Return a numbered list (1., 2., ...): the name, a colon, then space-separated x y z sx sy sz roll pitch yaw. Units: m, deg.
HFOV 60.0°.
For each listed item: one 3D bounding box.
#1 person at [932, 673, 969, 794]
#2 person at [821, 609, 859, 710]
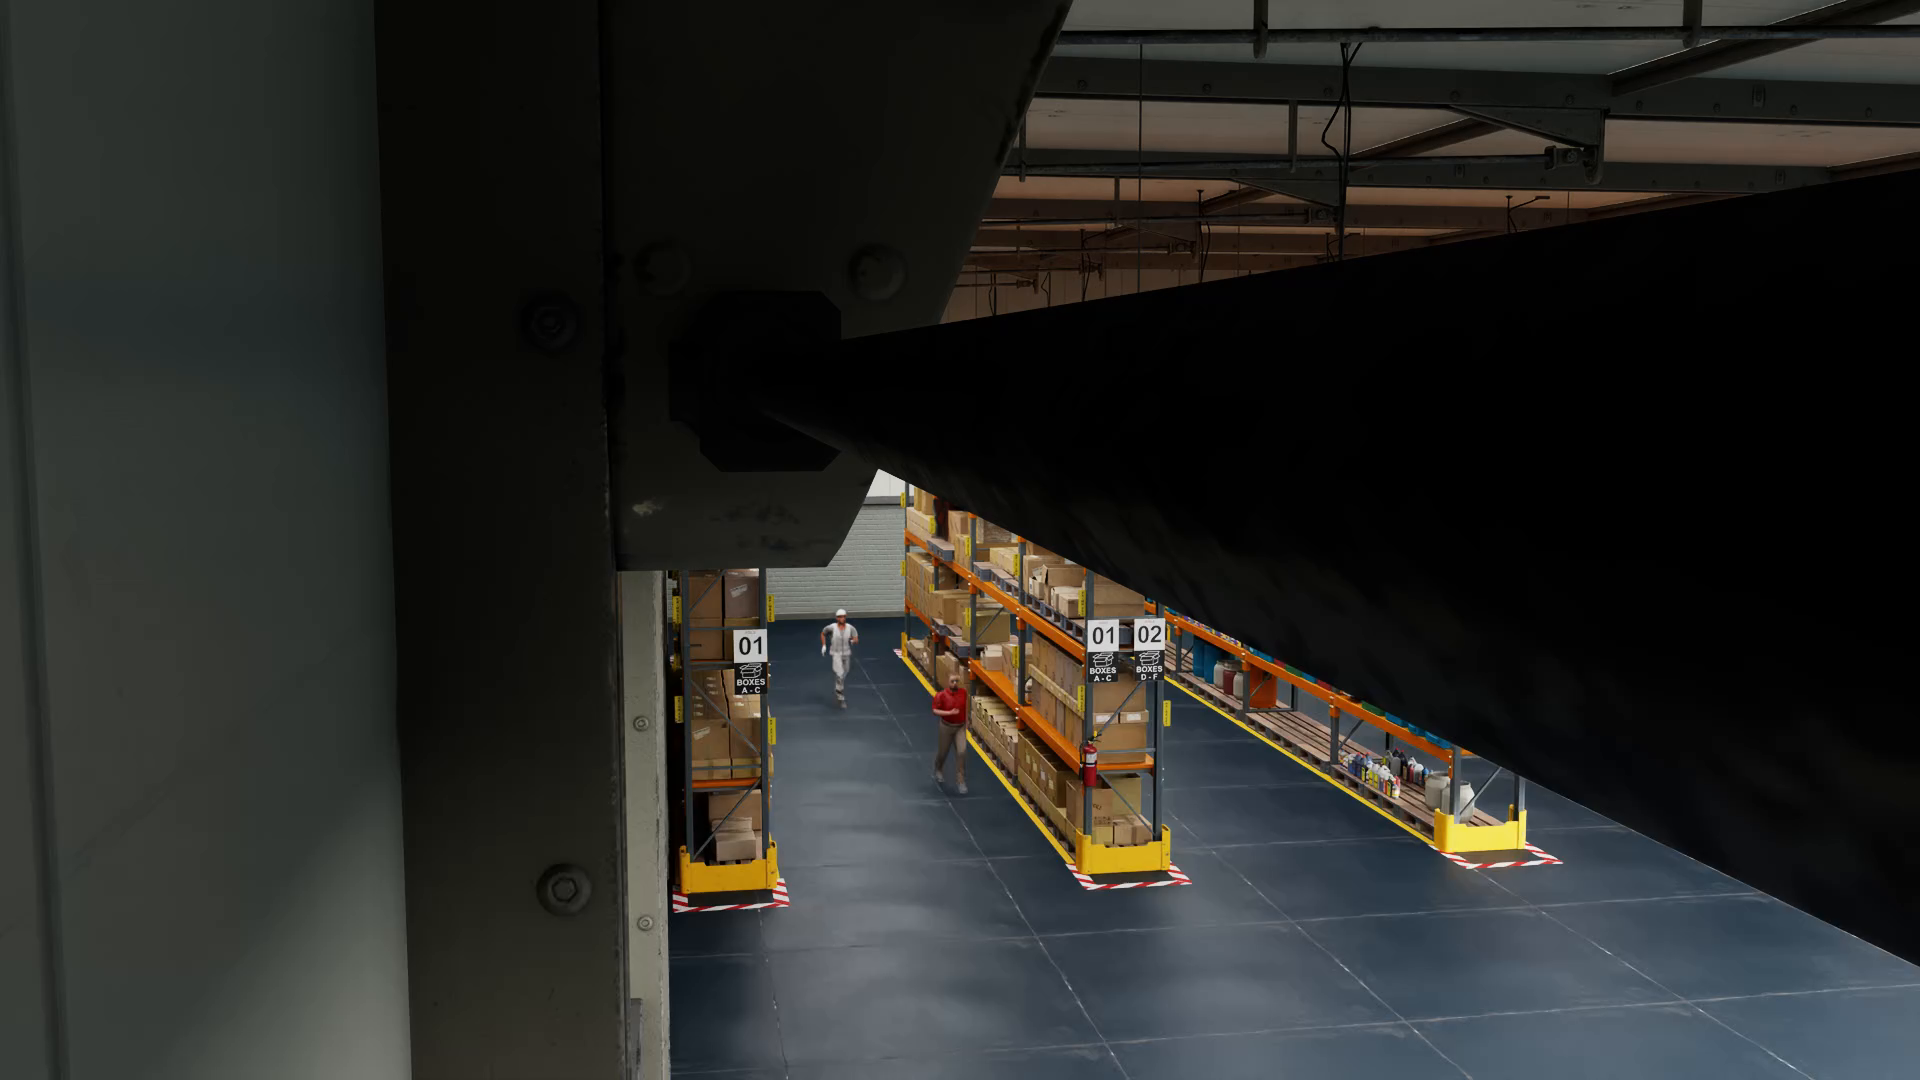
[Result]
1. person: -0.133 2.860 25.004 0.650 1.747 0.939 -2 6 -20
2. person: -2.244 2.198 31.159 0.651 1.837 0.894 -3 6 -24
